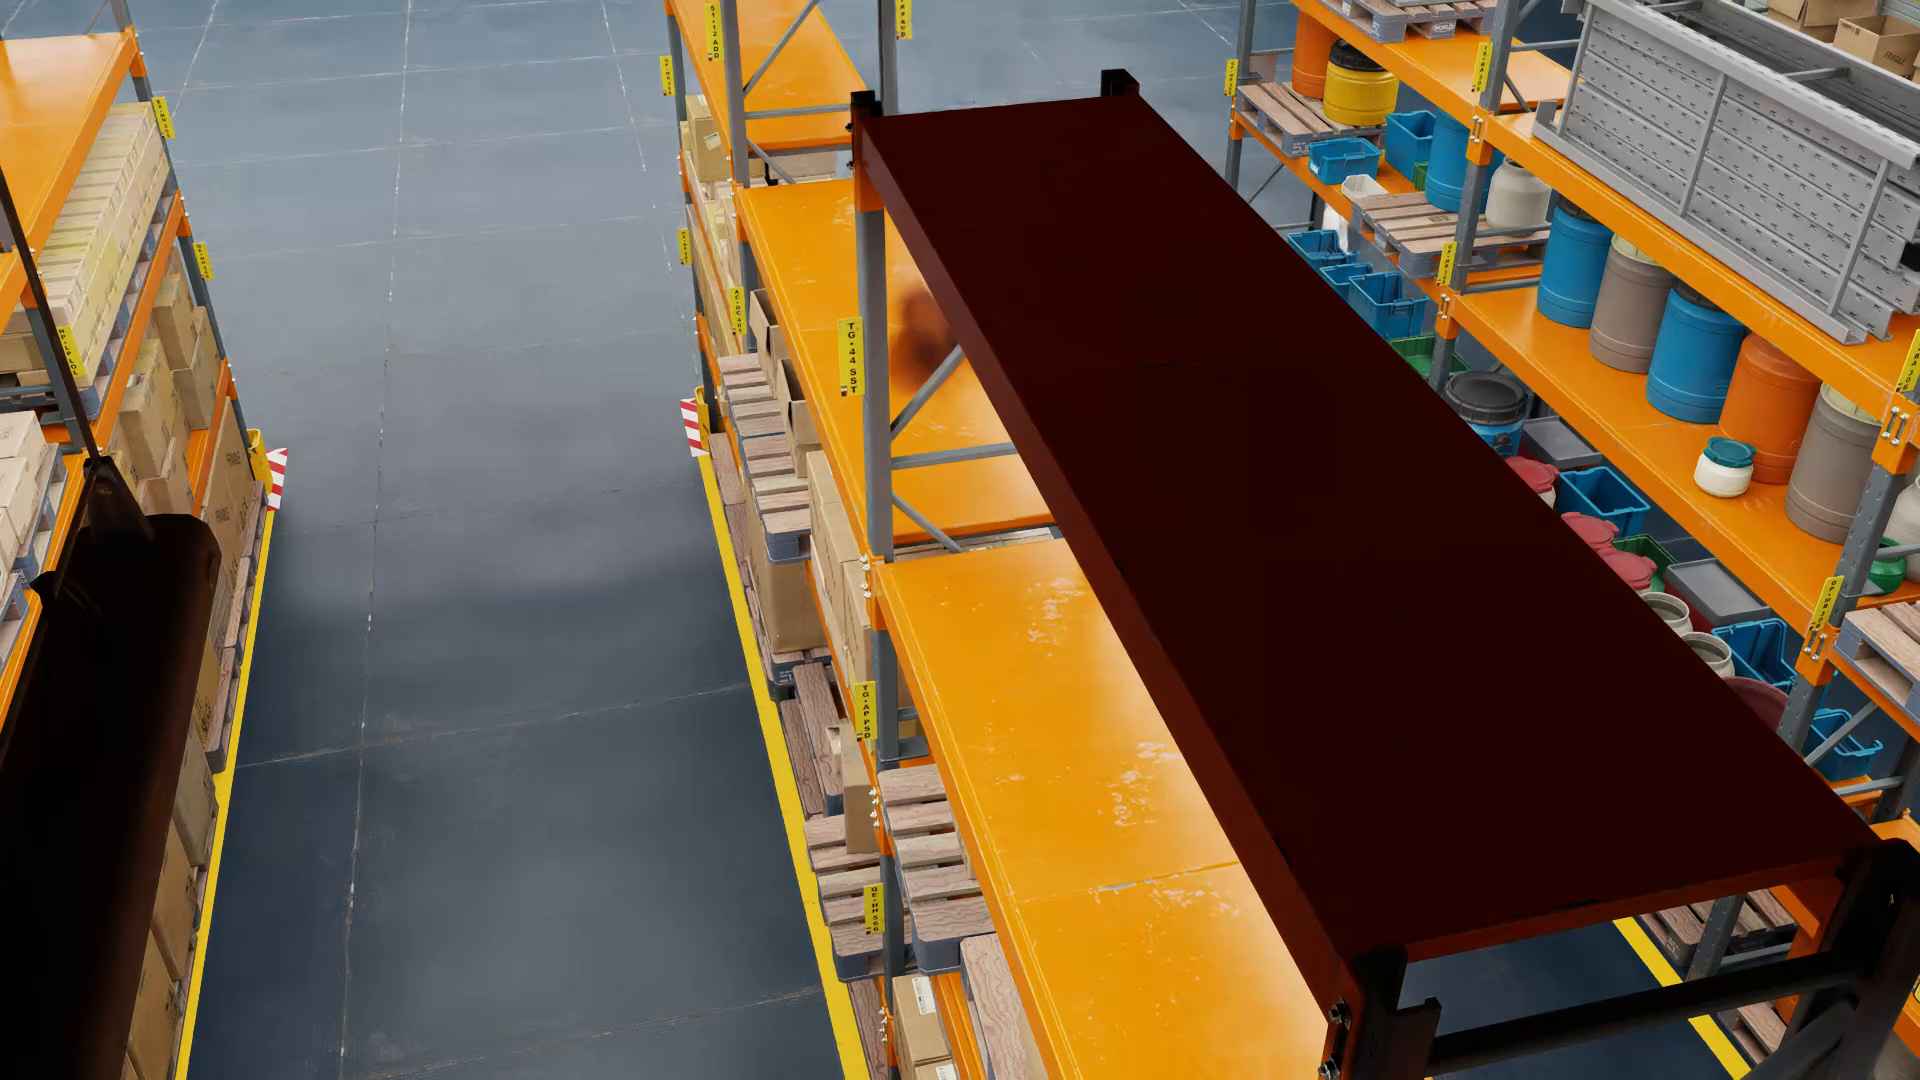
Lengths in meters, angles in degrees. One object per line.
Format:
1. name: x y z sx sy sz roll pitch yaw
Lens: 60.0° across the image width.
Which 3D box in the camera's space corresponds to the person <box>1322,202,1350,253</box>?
1. person: 3.745 -2.925 16.836 0.576 1.721 0.682 18 39 25
